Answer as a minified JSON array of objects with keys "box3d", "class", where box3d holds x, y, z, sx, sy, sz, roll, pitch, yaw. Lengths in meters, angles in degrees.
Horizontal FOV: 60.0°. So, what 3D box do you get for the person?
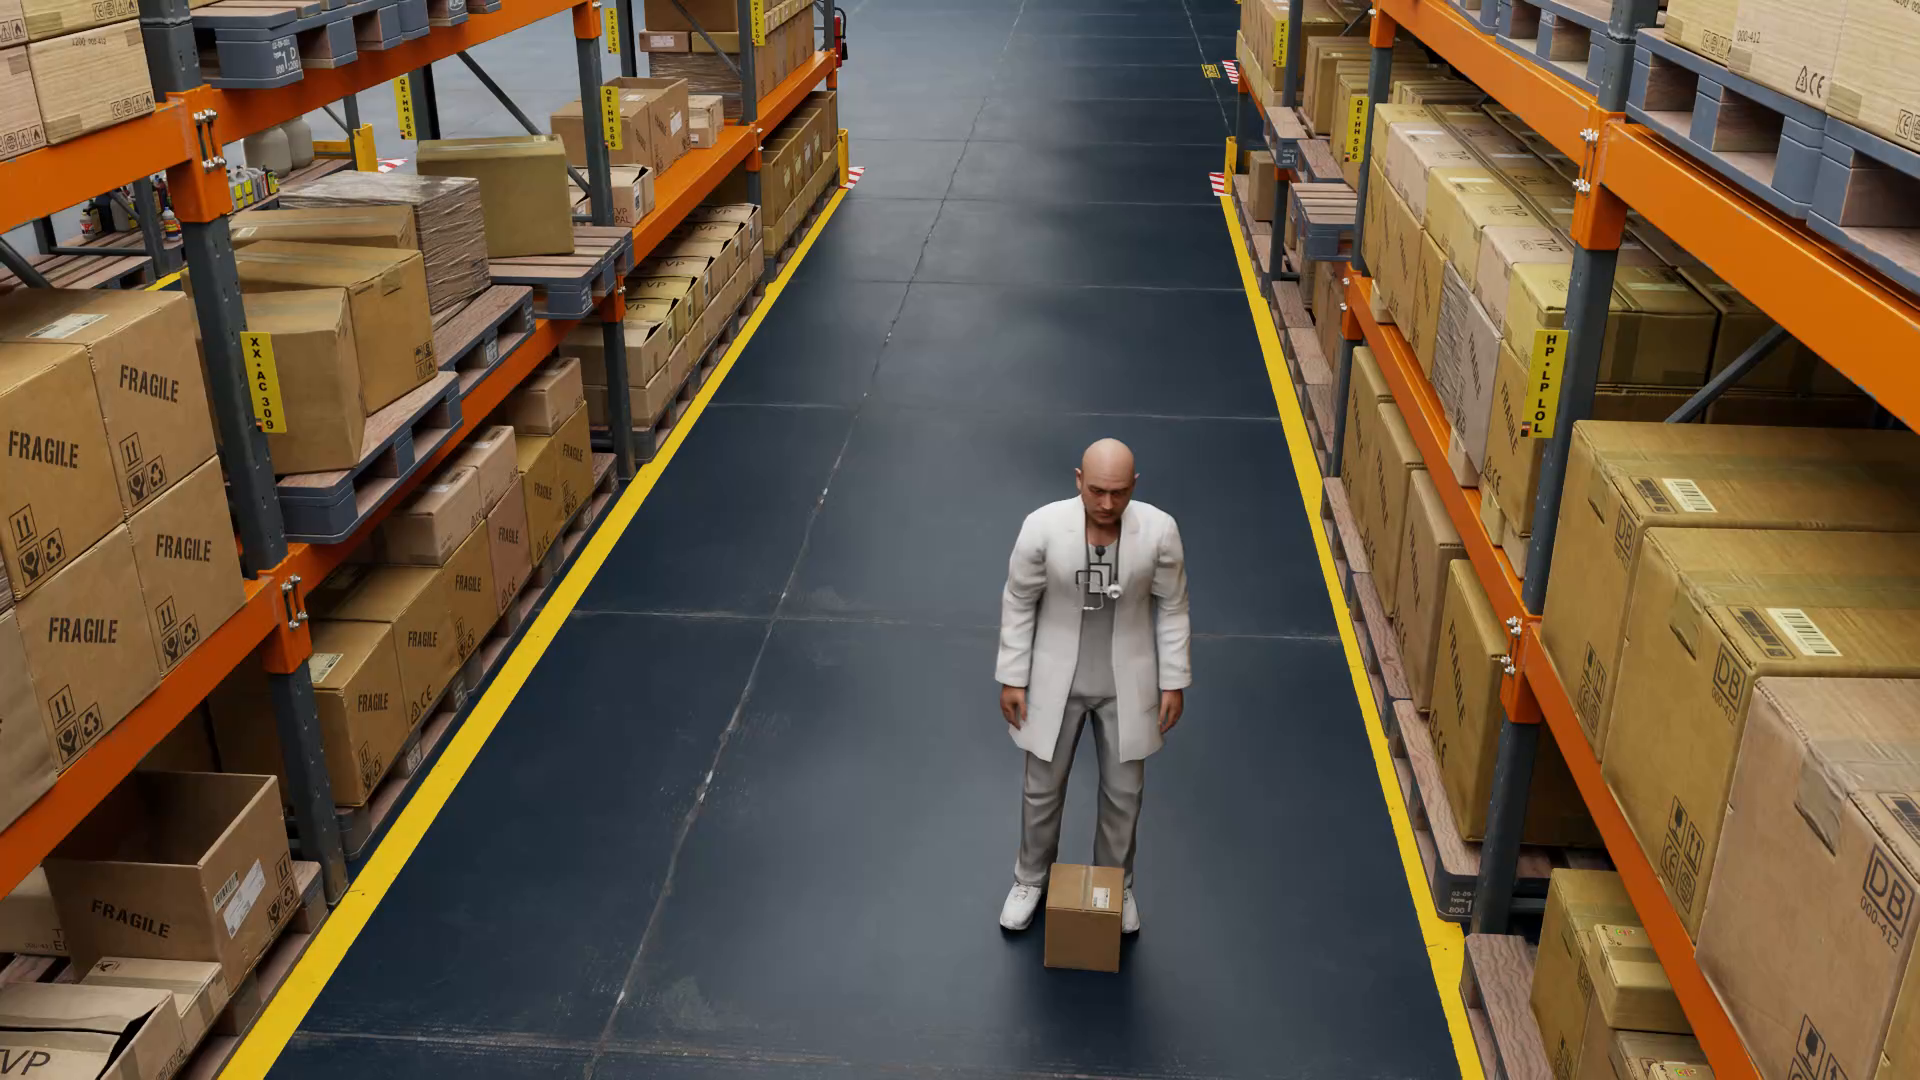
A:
[{"box3d":[0.443,0.482,5.549,0.655,1.774,0.416,1,24,3],"class":"person"}]
